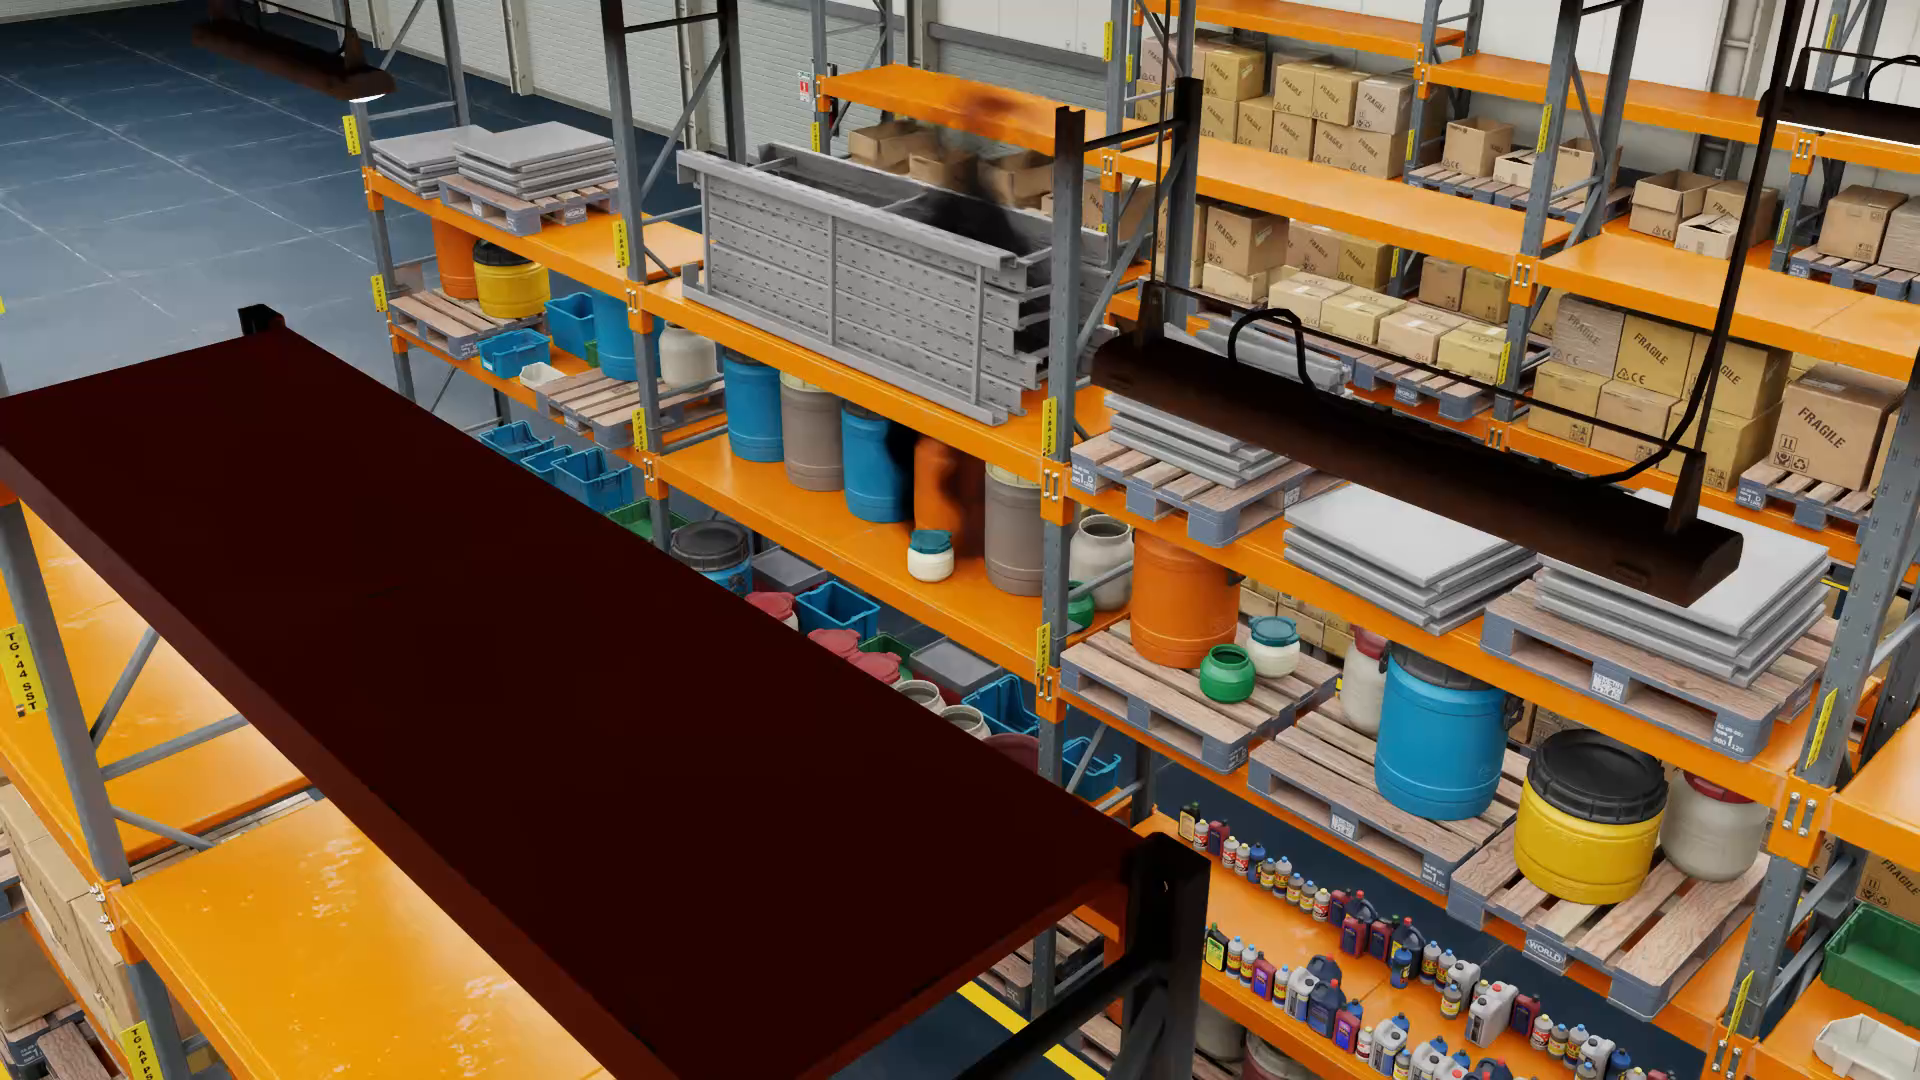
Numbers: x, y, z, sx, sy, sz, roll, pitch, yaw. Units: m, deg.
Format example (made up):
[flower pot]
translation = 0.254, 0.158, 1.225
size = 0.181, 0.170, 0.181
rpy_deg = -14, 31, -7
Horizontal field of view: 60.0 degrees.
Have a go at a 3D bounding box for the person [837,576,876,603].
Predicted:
[person]
translation = -0.950, 0.362, 14.490
size = 0.616, 1.603, 0.665
rpy_deg = -23, 36, -36
